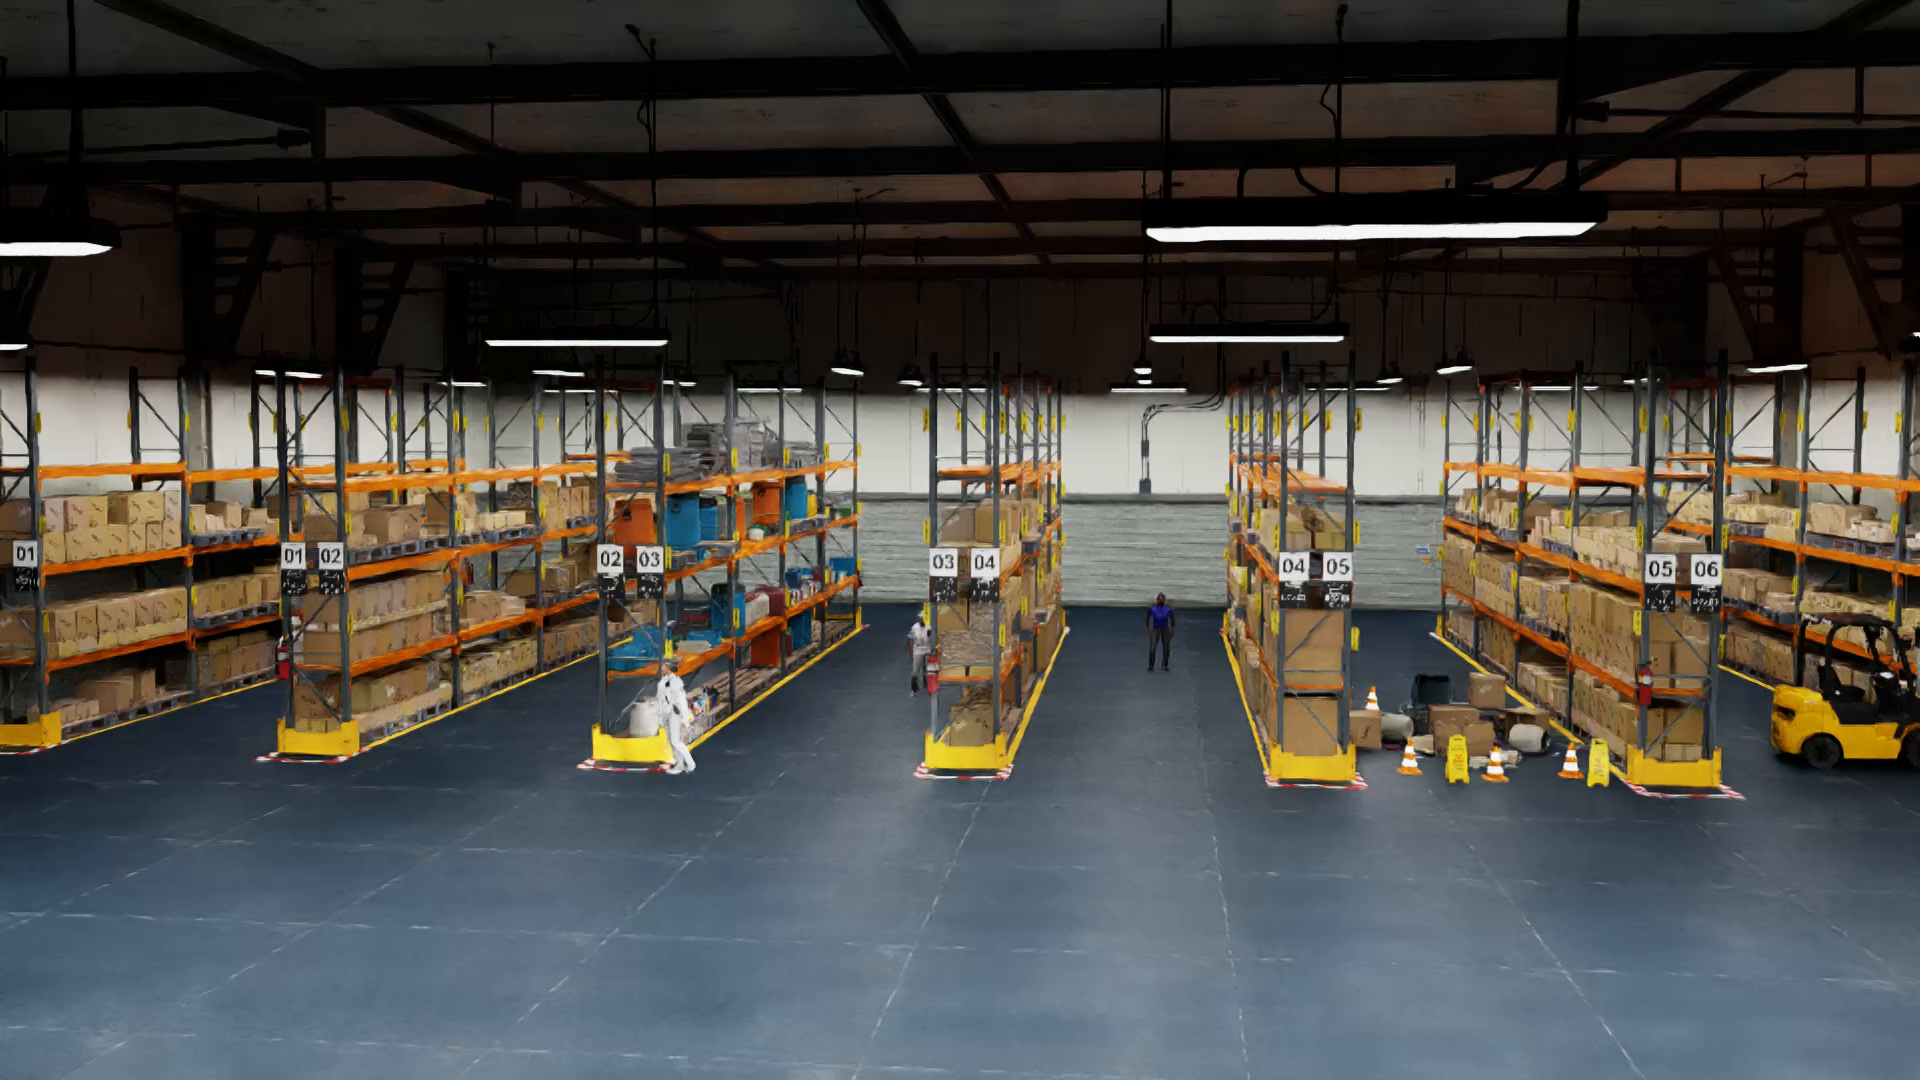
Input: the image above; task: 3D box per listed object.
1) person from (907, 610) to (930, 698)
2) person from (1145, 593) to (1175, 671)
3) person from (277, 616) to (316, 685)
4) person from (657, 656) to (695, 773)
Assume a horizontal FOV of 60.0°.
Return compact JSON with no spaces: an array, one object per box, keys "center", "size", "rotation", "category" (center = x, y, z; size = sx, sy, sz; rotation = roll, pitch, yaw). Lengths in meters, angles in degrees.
[{"center":[-0.665,2.063,30.176],"size":[0.592,1.629,0.532],"rotation":[0,4,5],"category":"person"},{"center":[4.024,1.844,33.445],"size":[0.593,1.603,0.509],"rotation":[0,4,5],"category":"person"},{"center":[-11.137,2.137,27.822],"size":[0.588,1.761,0.763],"rotation":[3,5,37],"category":"person"},{"center":[-4.050,2.496,23.713],"size":[0.446,1.656,0.596],"rotation":[-3,5,-41],"category":"person"}]
